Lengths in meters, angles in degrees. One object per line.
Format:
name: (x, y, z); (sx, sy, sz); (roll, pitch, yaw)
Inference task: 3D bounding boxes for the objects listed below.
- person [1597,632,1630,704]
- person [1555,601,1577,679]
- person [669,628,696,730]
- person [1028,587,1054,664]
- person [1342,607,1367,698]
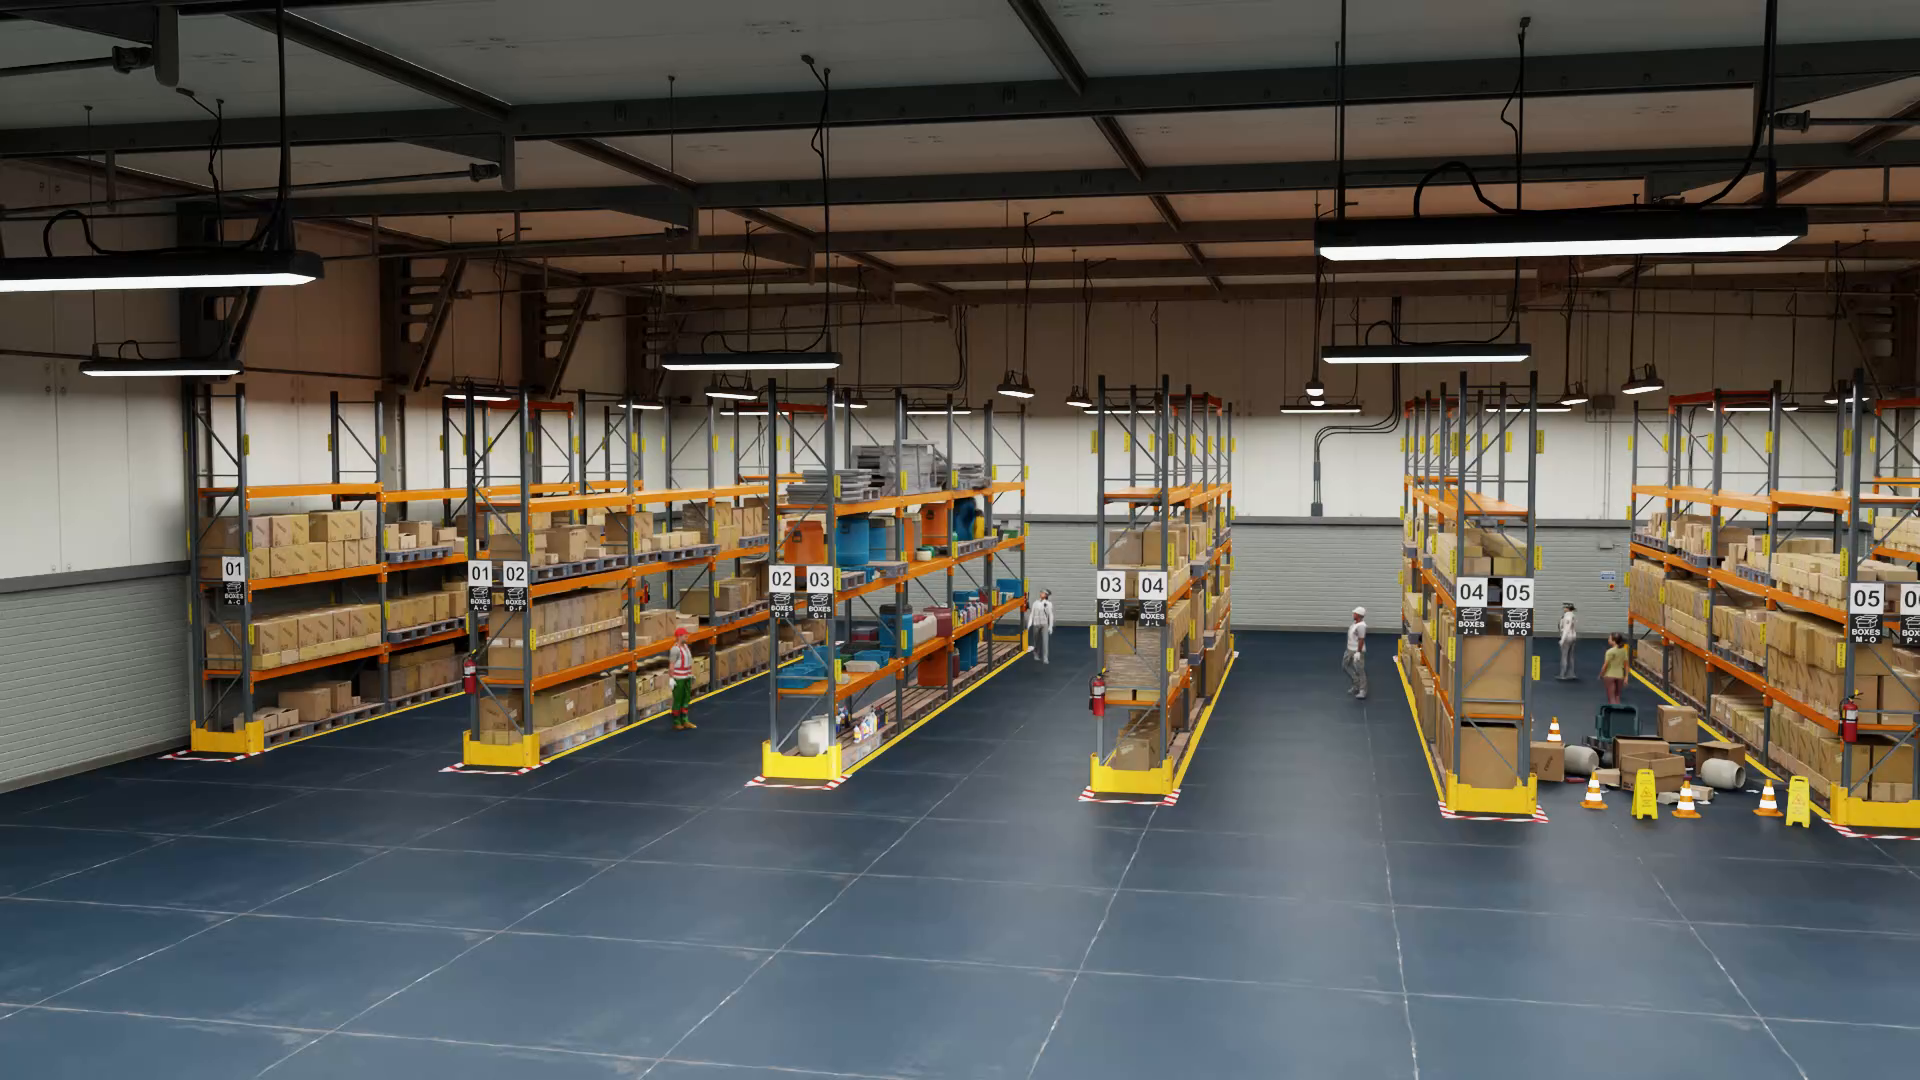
person: (11.584, 2.477, 29.467); (0.519, 1.694, 0.675); (0, 3, 3)
person: (12.972, 2.150, 35.568); (0.558, 1.676, 0.380); (-3, 4, -43)
person: (-4.896, 2.432, 29.241); (0.359, 1.794, 0.647); (1, 3, 21)
person: (1.744, 1.833, 35.987); (0.563, 1.634, 0.946); (0, 3, 2)
person: (7.877, 2.210, 33.038); (0.410, 1.782, 0.691); (-1, 3, -13)
